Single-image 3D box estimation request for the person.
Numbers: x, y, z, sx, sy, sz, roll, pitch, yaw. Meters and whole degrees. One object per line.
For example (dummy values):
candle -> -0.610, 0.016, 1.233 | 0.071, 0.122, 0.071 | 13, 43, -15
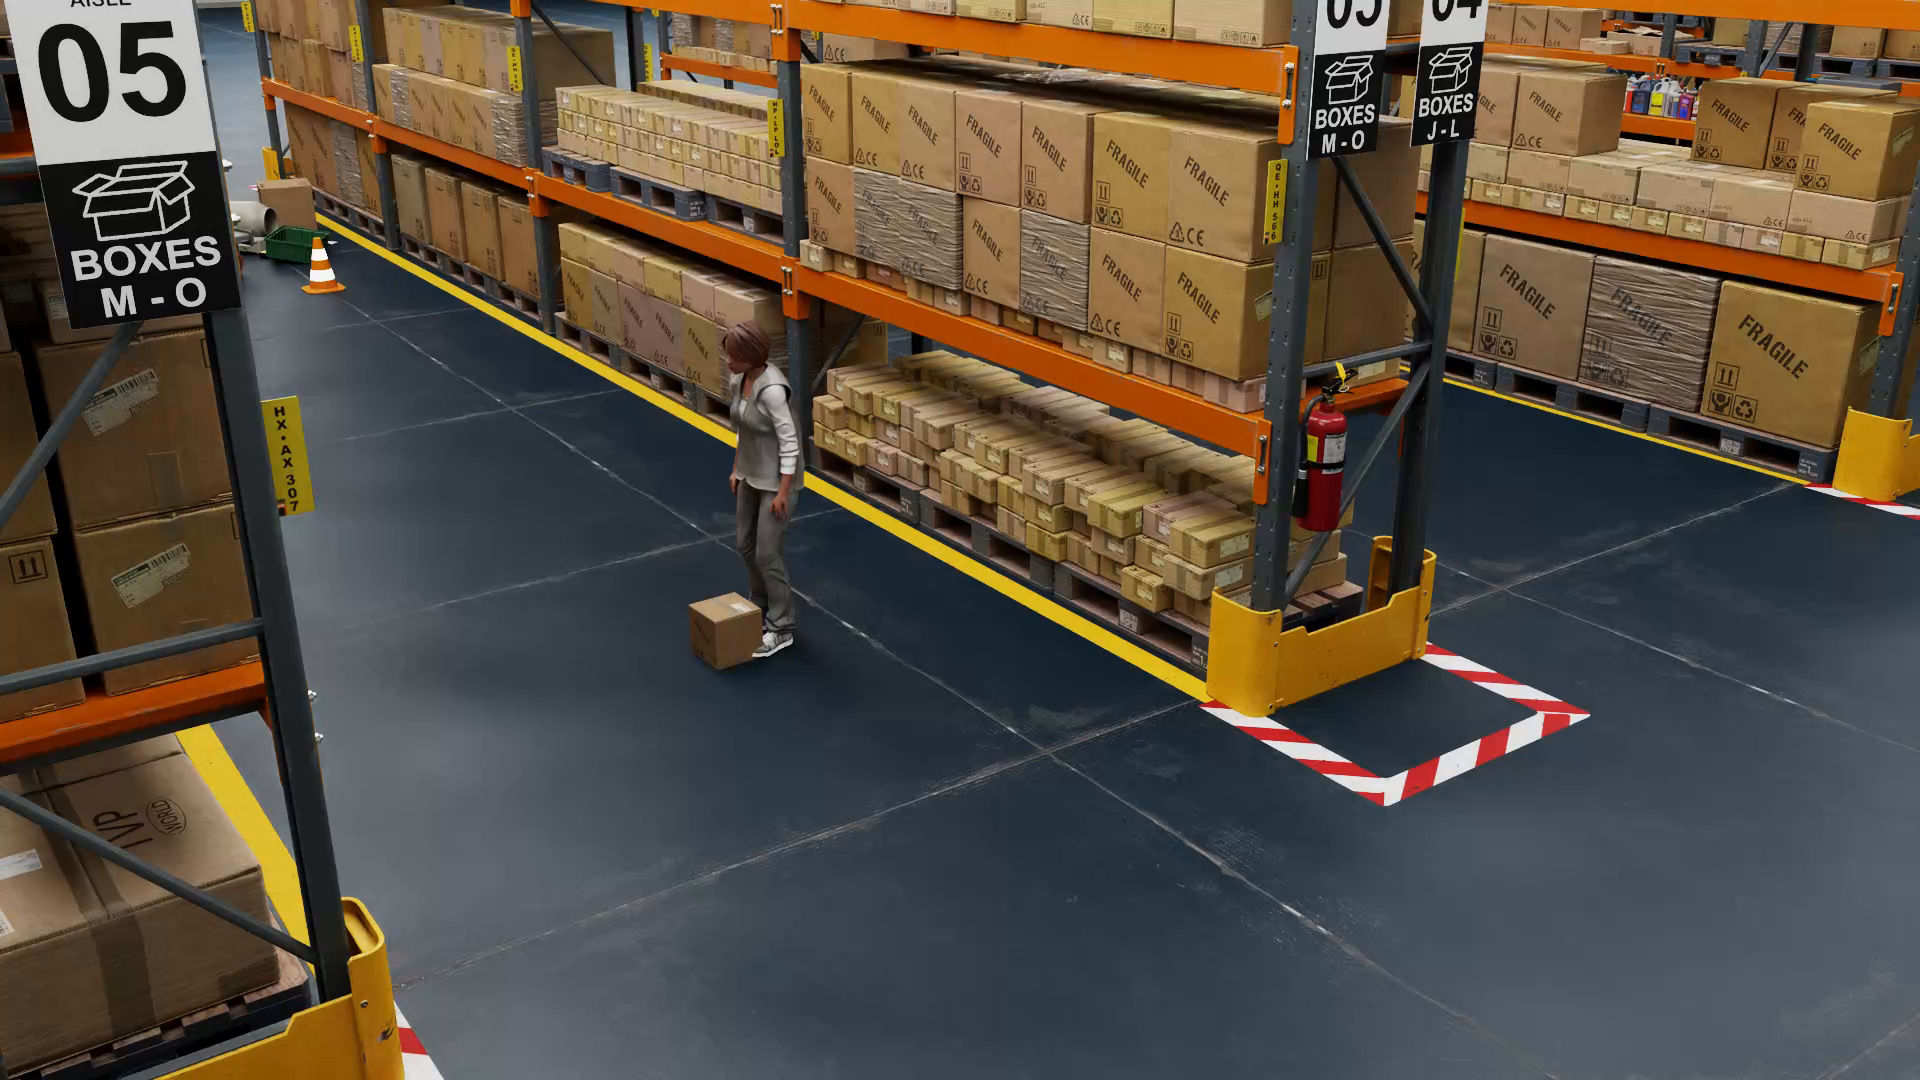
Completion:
person -> -0.919, -0.248, 7.724 | 0.366, 1.593, 0.470 | -15, 26, -34
